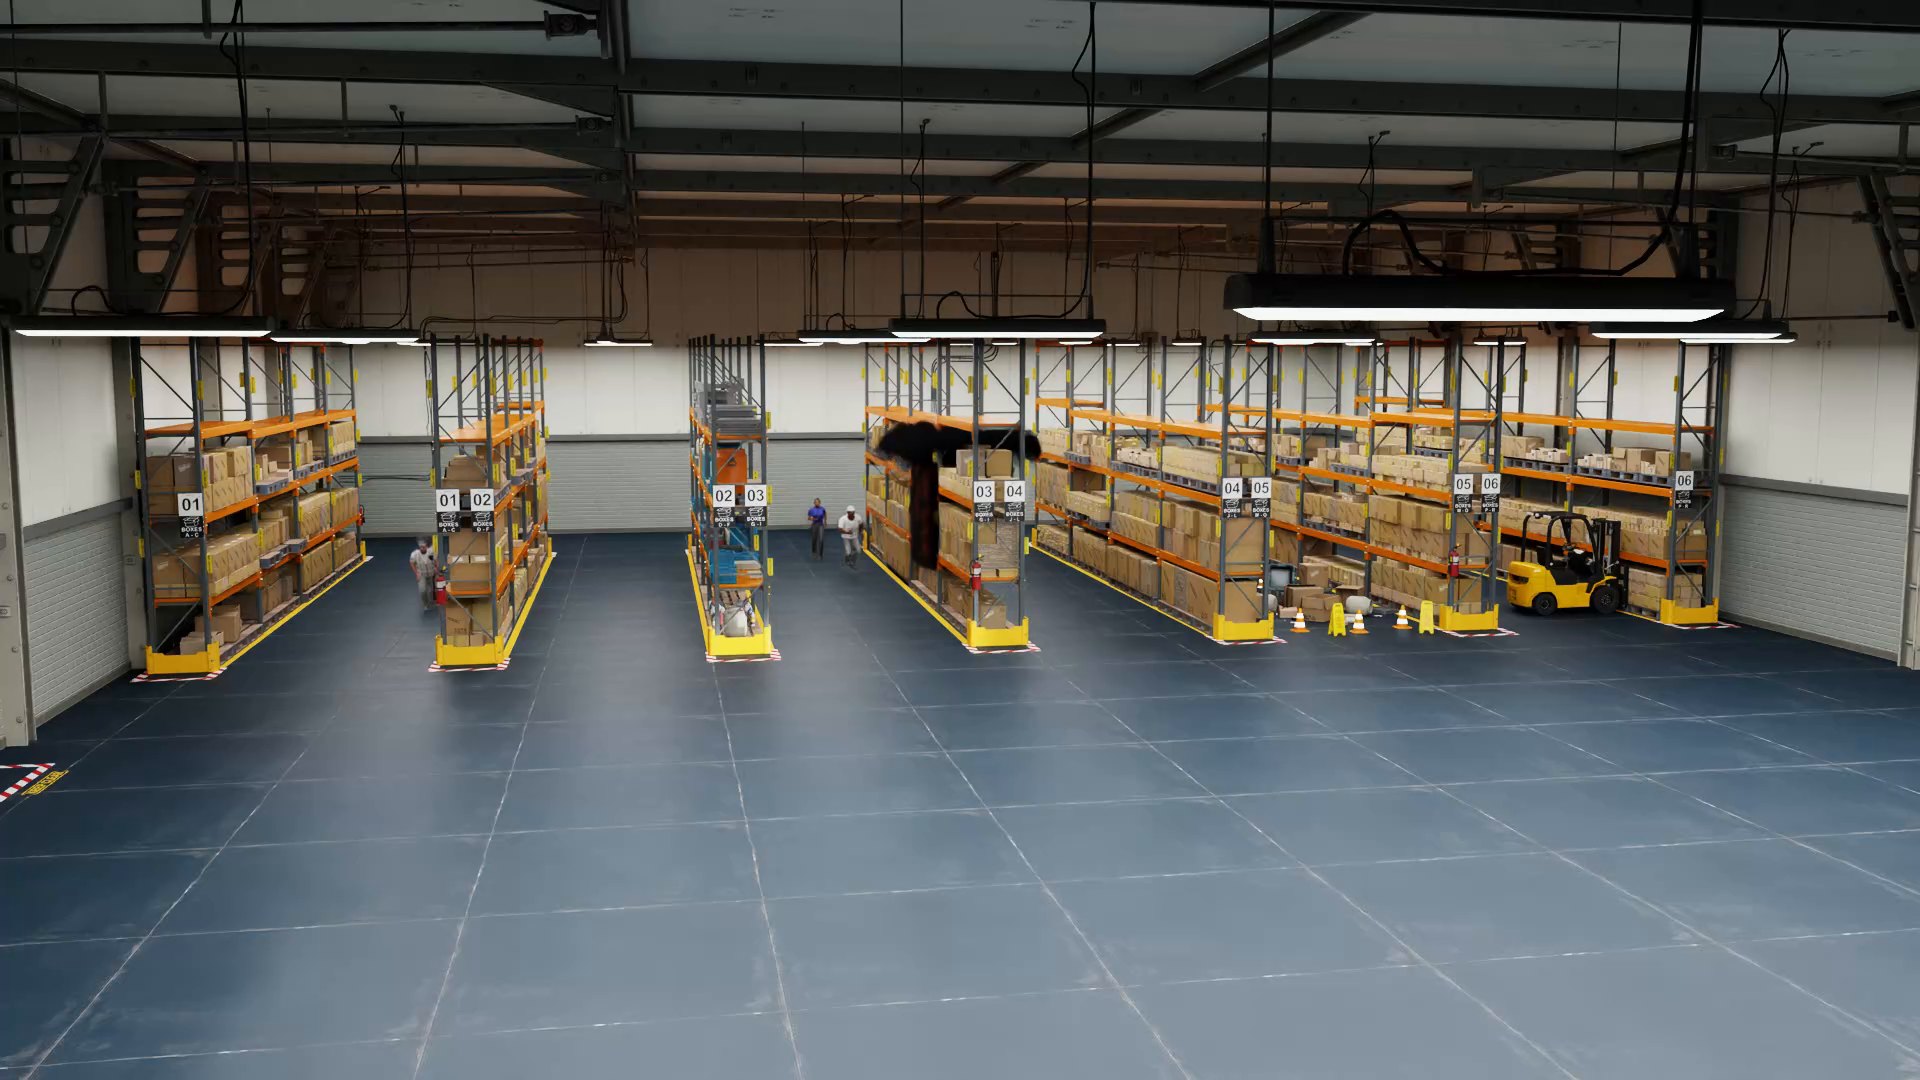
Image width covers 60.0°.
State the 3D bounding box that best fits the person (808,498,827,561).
[{"bbox_3d":[-3.894,-0.302,45.364,0.544,1.705,0.862,-1,7,-11],"label":"person"}]

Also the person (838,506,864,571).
[{"bbox_3d":[-2.720,-0.042,41.601,0.720,1.672,0.828,-2,7,-20],"label":"person"}]

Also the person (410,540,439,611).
[{"bbox_3d":[-11.716,0.753,36.515,0.712,1.596,0.896,-4,8,-30],"label":"person"}]
